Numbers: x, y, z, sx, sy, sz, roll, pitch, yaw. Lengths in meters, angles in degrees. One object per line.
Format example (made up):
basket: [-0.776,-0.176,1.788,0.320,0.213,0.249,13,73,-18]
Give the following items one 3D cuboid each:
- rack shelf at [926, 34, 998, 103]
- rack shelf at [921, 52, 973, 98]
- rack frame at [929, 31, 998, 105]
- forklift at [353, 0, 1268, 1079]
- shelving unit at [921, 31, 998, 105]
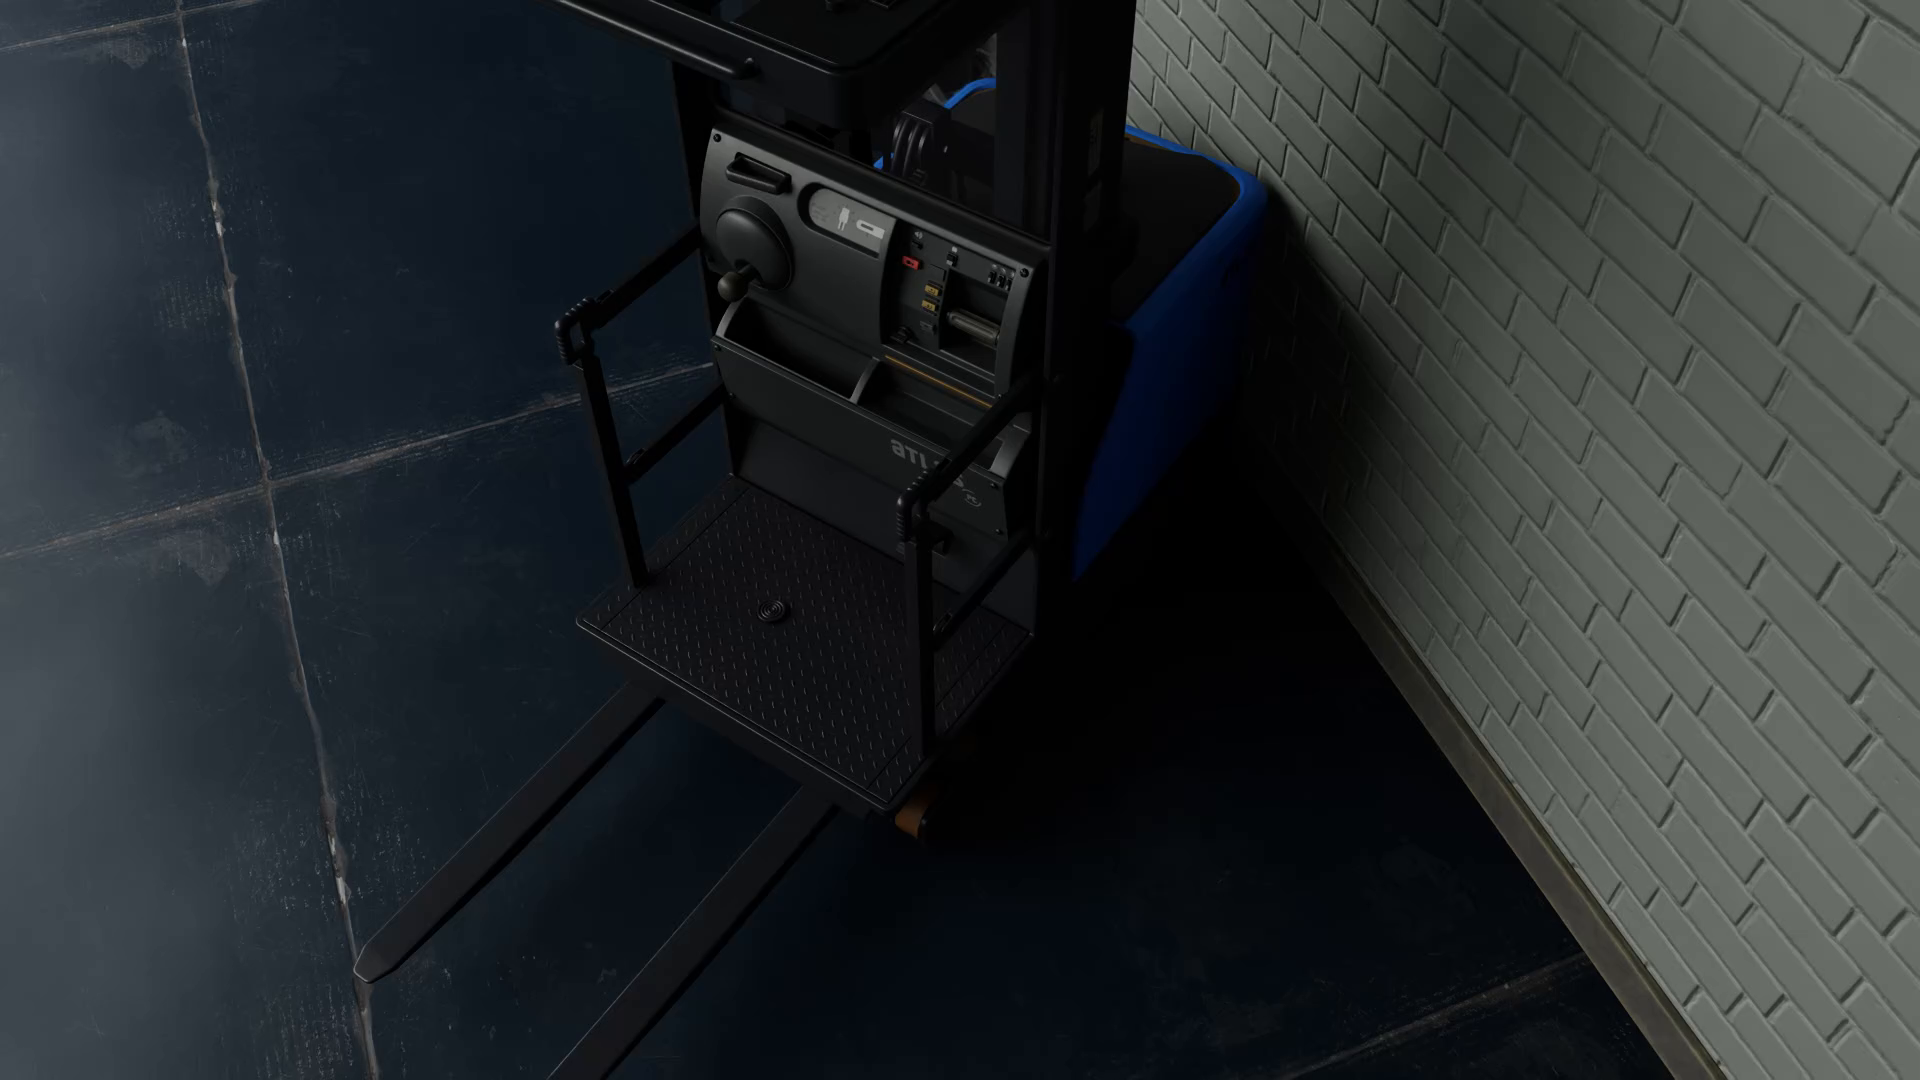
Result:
rack shelf: [0.057,-1.556,6.250,0.431,0.480,0.518,-18,52,-15]
rack shelf: [-0.222,-2.047,6.664,0.431,0.480,0.518,-18,52,-15]
rack frame: [-0.216,-2.195,6.469,0.400,0.015,2.100,-18,52,-15]
forklift: [-0.353,-0.563,3.802,1.130,2.935,3.031,27,55,22]
shelving unit: [-0.217,-2.038,6.656,0.431,0.503,2.100,-18,52,-15]
